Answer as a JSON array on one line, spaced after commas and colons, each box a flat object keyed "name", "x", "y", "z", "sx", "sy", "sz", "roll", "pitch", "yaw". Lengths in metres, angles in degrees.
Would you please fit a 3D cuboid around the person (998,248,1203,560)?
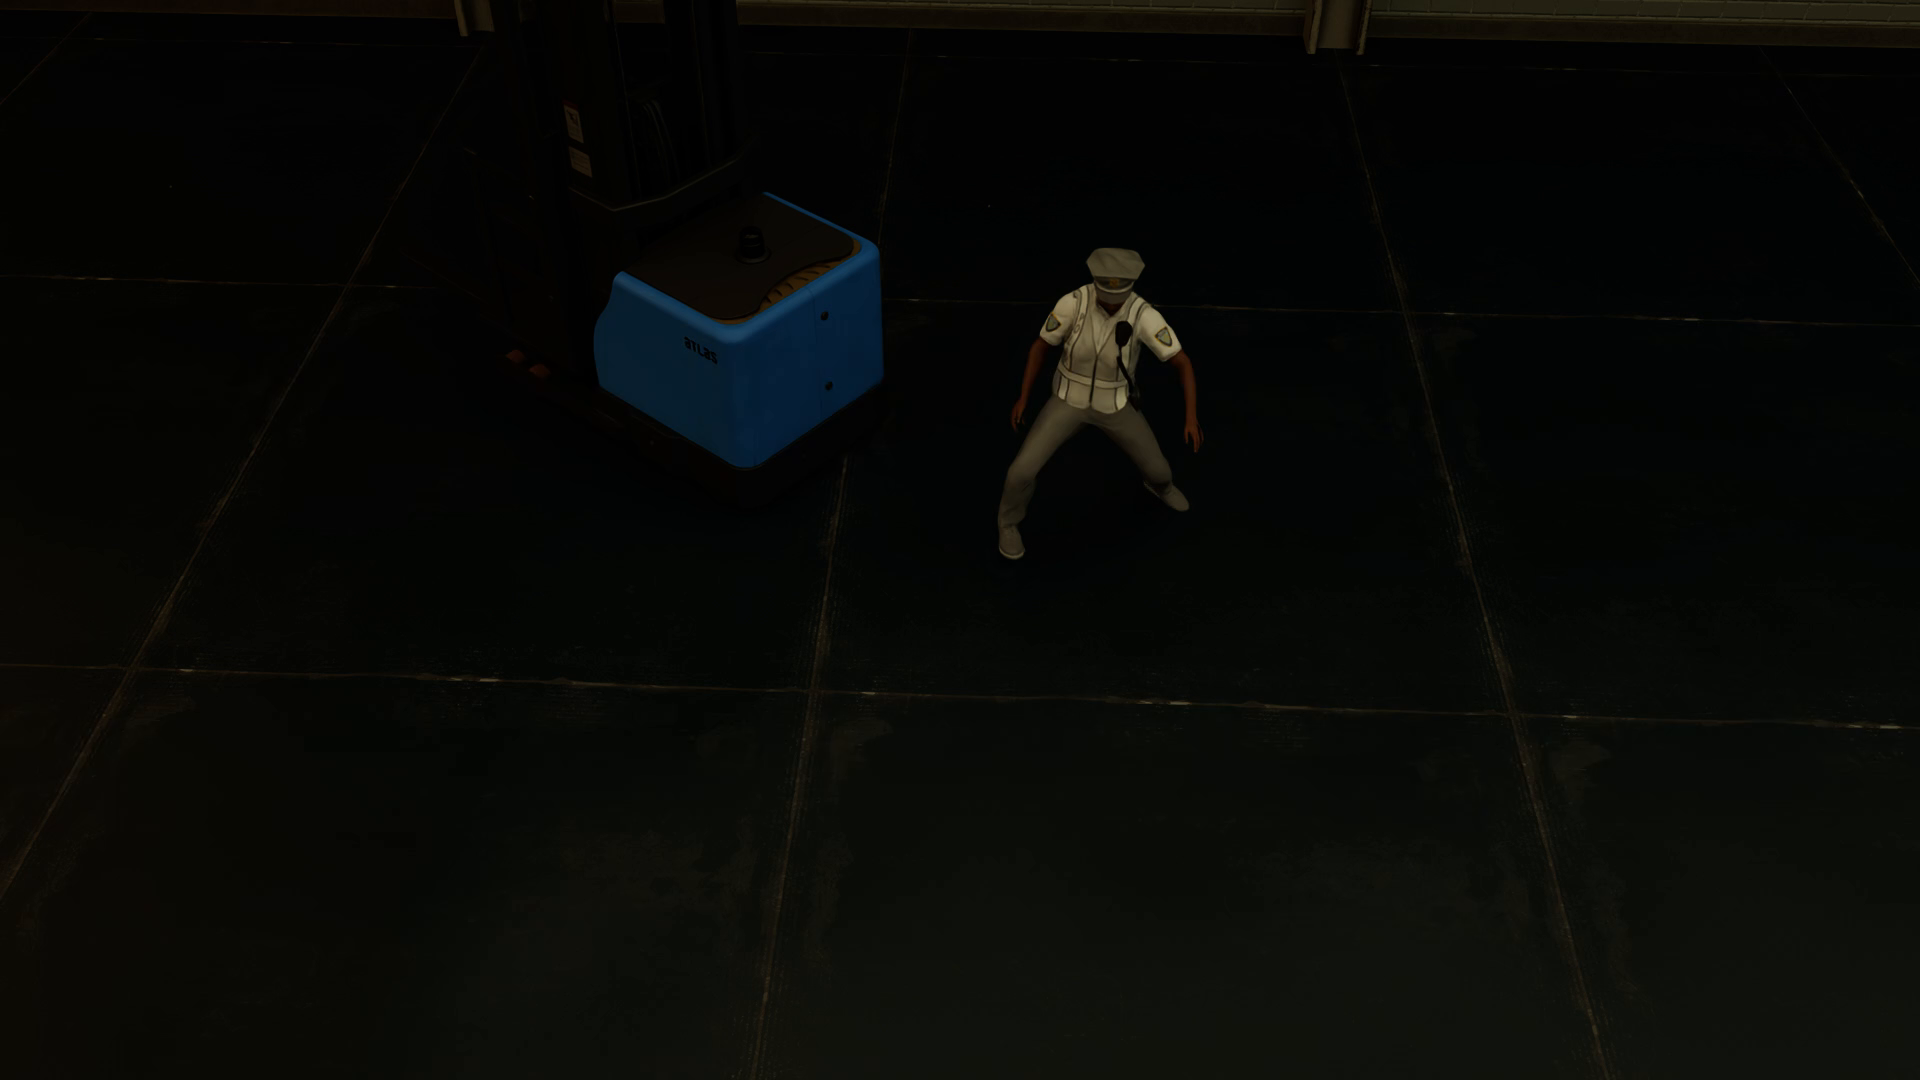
[{"name": "person", "x": 0.662, "y": -0.604, "z": 7.497, "sx": 0.906, "sy": 1.534, "sz": 0.777, "roll": 8, "pitch": 43, "yaw": 9}]

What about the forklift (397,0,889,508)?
[{"name": "forklift", "x": -1.814, "y": -2.081, "z": 8.022, "sx": 3.031, "sy": 2.935, "sz": 1.130, "roll": 30, "pitch": 50, "yaw": 29}]
